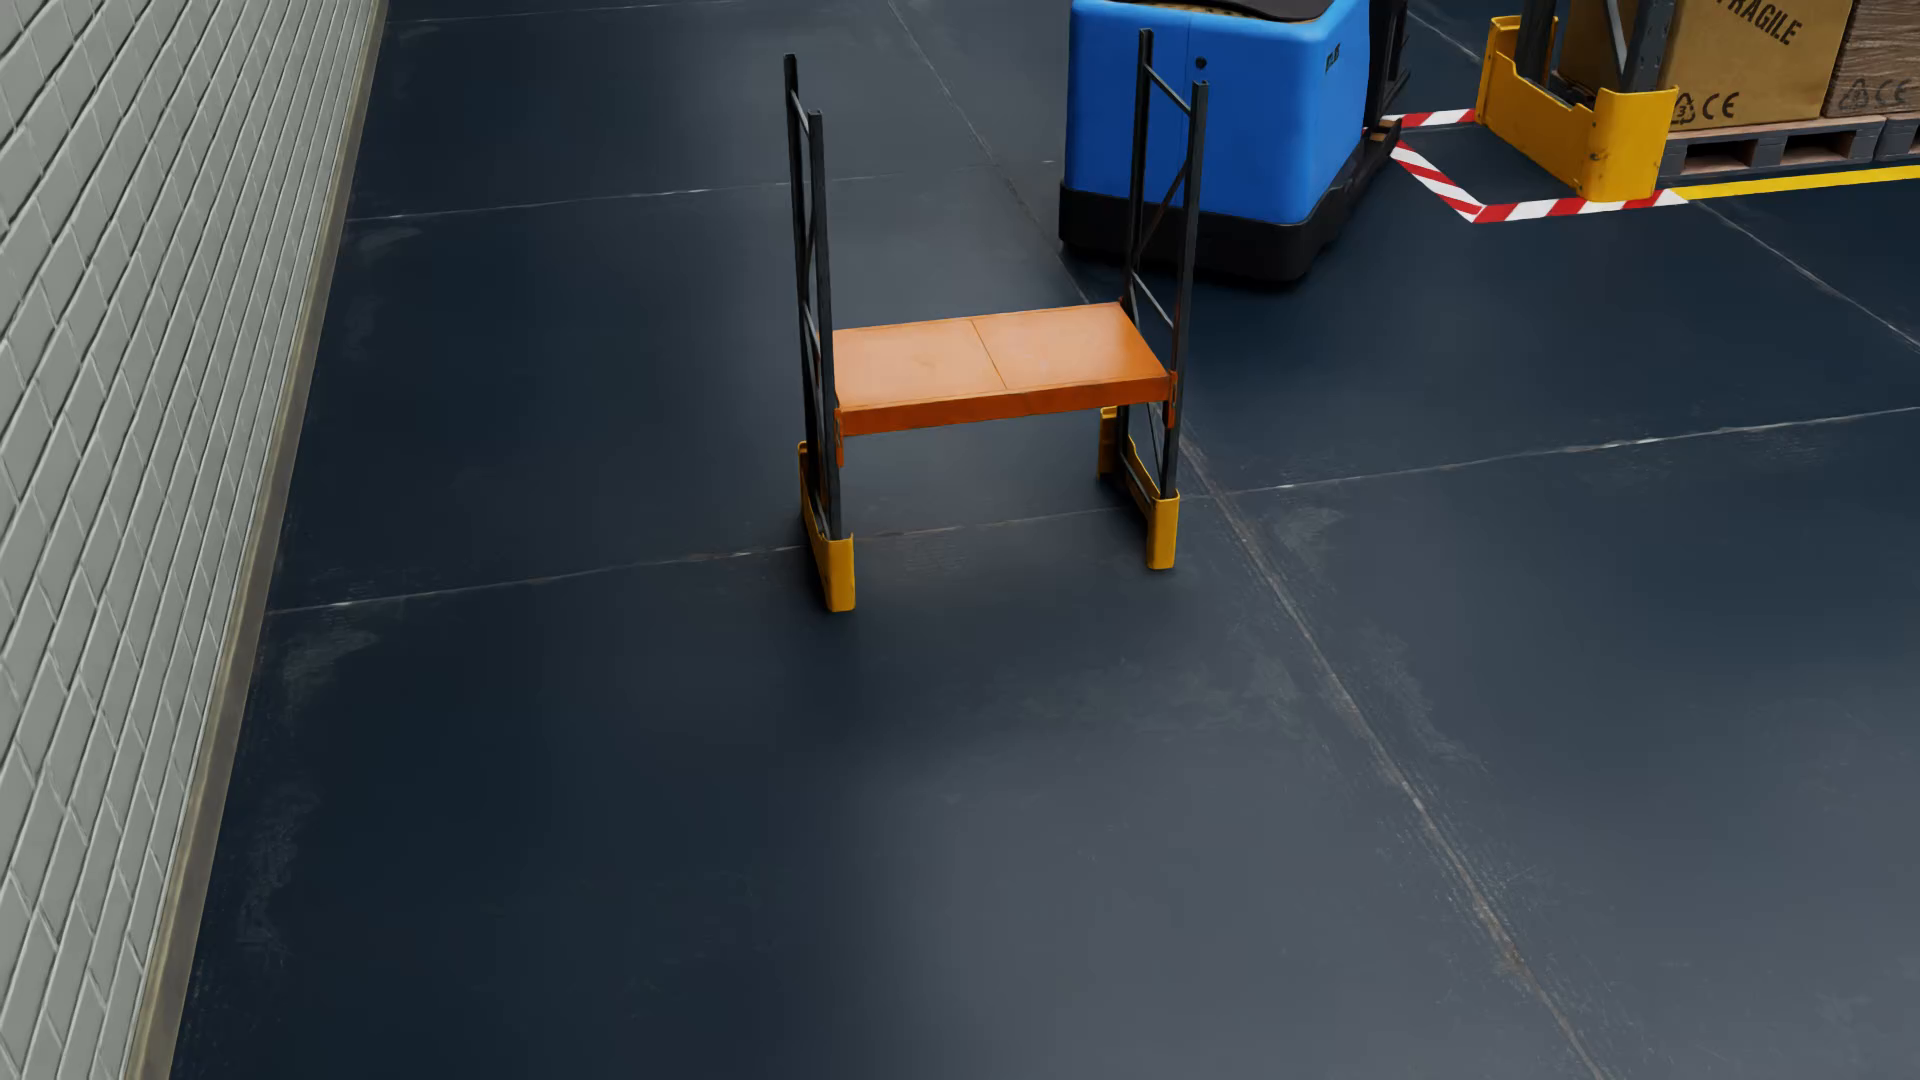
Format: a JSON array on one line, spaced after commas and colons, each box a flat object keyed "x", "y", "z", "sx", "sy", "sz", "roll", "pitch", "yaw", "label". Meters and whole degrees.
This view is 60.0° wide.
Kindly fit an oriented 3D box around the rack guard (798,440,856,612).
[{"x": -0.411, "y": -0.052, "z": 5.103, "sx": 0.087, "sy": 0.250, "sz": 0.587, "roll": -7, "pitch": 35, "yaw": -11, "label": "rack guard"}]

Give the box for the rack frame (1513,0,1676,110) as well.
[{"x": 2.909, "y": -3.105, "z": 7.185, "sx": 0.127, "sy": 3.000, "sz": 1.000, "roll": -7, "pitch": 35, "yaw": -11, "label": "rack frame"}]

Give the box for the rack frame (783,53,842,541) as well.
[{"x": -0.413, "y": -0.571, "z": 4.755, "sx": 0.032, "sy": 1.500, "sz": 0.500, "roll": -7, "pitch": 35, "yaw": -11, "label": "rack frame"}]

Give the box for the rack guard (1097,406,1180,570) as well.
[{"x": 0.560, "y": -0.174, "z": 5.286, "sx": 0.087, "sy": 0.250, "sz": 0.587, "roll": -7, "pitch": 35, "yaw": -11, "label": "rack guard"}]

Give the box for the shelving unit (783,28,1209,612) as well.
[{"x": 0.074, "y": -0.632, "z": 4.846, "sx": 1.083, "sy": 1.500, "sz": 0.587, "roll": -7, "pitch": 35, "yaw": -11, "label": "shelving unit"}]

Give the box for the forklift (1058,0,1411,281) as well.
[{"x": 1.479, "y": -3.065, "z": 7.186, "sx": 1.130, "sy": 2.935, "sz": 3.031, "roll": 14, "pitch": 36, "yaw": 20, "label": "forklift"}]

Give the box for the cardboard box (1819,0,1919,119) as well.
[{"x": 4.404, "y": -2.631, "z": 8.009, "sx": 0.875, "sy": 0.875, "sz": 0.875, "roll": -7, "pitch": 35, "yaw": -11, "label": "cardboard box"}]

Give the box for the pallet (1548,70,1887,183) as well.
[{"x": 3.672, "y": -2.088, "z": 8.172, "sx": 1.213, "sy": 0.211, "sz": 1.003, "roll": -7, "pitch": 35, "yaw": -11, "label": "pallet"}]

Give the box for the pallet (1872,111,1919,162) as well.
[{"x": 4.860, "y": -2.236, "z": 8.393, "sx": 1.213, "sy": 0.211, "sz": 1.003, "roll": -7, "pitch": 35, "yaw": -11, "label": "pallet"}]

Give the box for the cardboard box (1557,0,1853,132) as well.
[{"x": 3.516, "y": -2.520, "z": 7.843, "sx": 0.875, "sy": 0.875, "sz": 0.875, "roll": -7, "pitch": 35, "yaw": -11, "label": "cardboard box"}]

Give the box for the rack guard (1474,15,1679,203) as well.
[{"x": 2.886, "y": -2.064, "z": 7.878, "sx": 0.348, "sy": 0.500, "sz": 1.175, "roll": -7, "pitch": 35, "yaw": -11, "label": "rack guard"}]

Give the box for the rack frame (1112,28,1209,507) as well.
[{"x": 0.579, "y": -0.696, "z": 4.941, "sx": 0.032, "sy": 1.500, "sz": 0.500, "roll": -7, "pitch": 35, "yaw": -11, "label": "rack frame"}]

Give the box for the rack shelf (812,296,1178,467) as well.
[{"x": 0.083, "y": -0.484, "z": 4.948, "sx": 1.000, "sy": 0.185, "sz": 0.538, "roll": -7, "pitch": 35, "yaw": -11, "label": "rack shelf"}]
